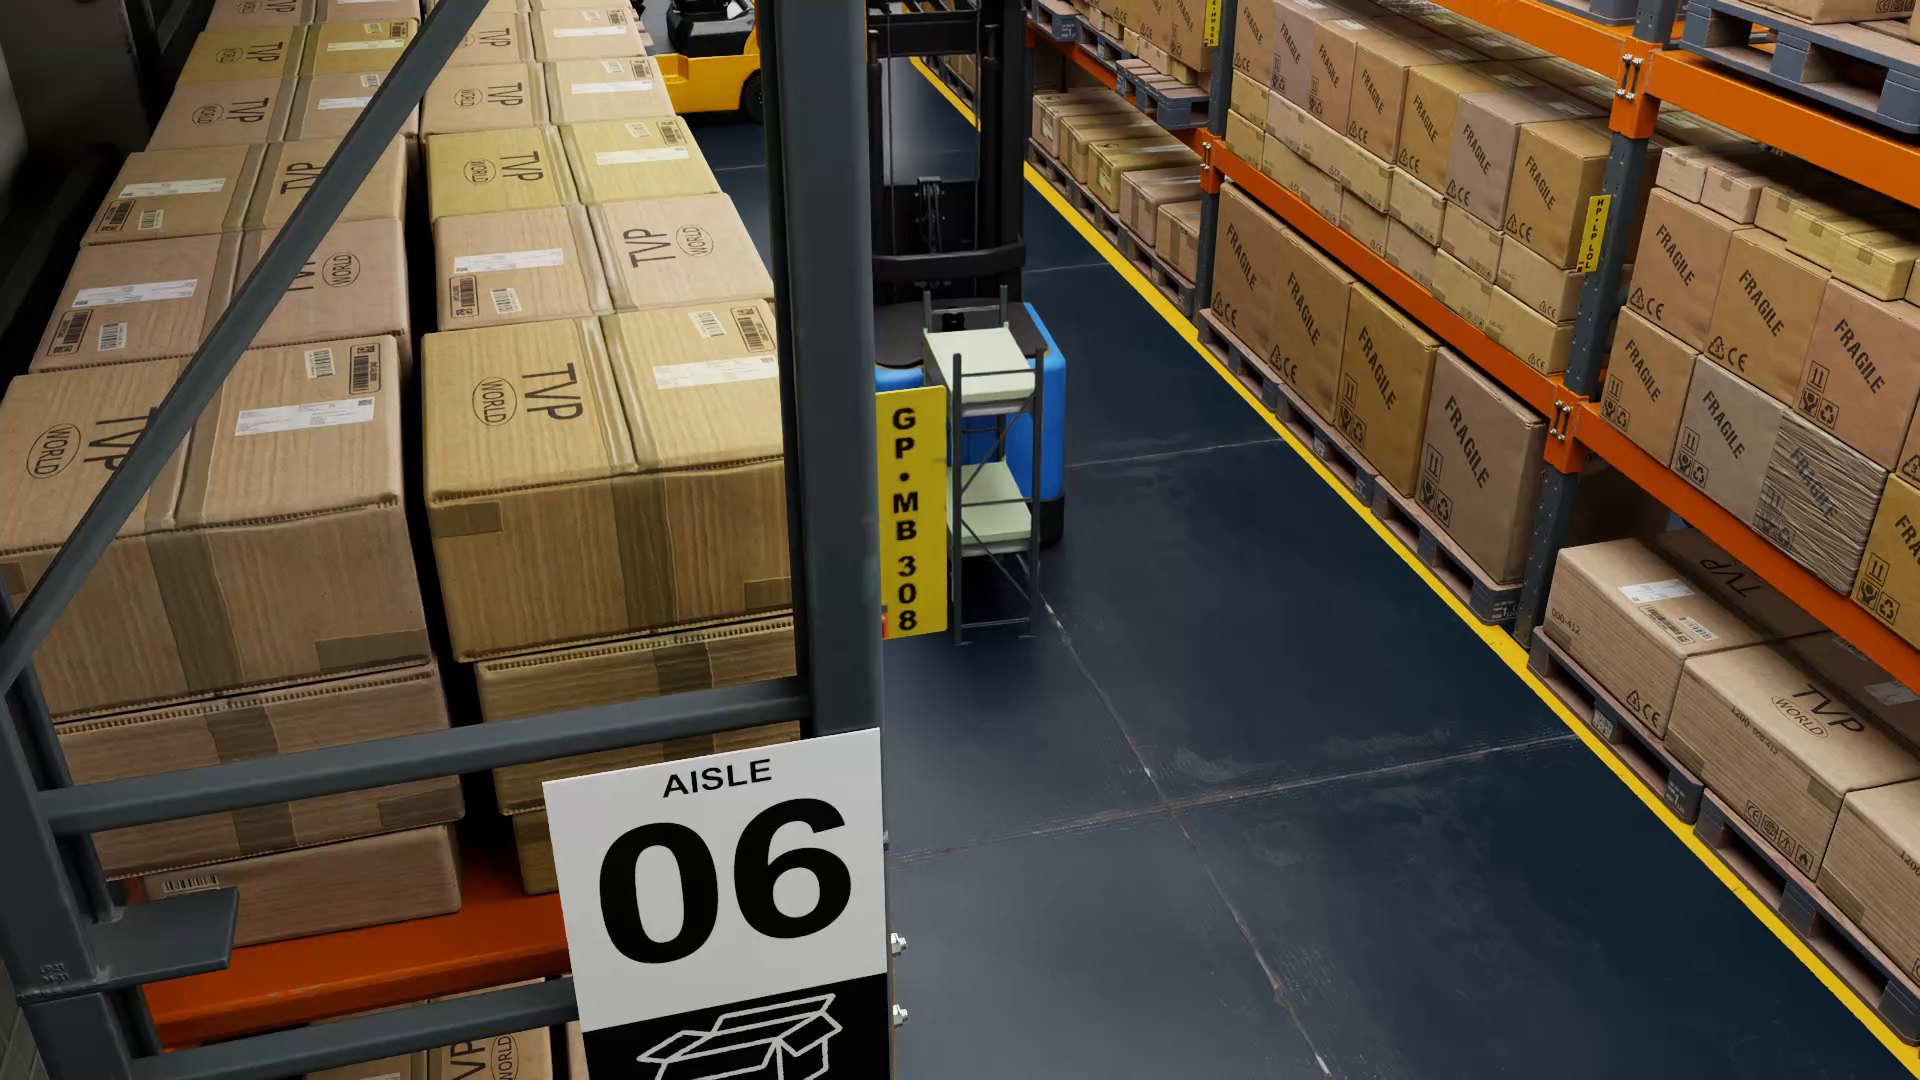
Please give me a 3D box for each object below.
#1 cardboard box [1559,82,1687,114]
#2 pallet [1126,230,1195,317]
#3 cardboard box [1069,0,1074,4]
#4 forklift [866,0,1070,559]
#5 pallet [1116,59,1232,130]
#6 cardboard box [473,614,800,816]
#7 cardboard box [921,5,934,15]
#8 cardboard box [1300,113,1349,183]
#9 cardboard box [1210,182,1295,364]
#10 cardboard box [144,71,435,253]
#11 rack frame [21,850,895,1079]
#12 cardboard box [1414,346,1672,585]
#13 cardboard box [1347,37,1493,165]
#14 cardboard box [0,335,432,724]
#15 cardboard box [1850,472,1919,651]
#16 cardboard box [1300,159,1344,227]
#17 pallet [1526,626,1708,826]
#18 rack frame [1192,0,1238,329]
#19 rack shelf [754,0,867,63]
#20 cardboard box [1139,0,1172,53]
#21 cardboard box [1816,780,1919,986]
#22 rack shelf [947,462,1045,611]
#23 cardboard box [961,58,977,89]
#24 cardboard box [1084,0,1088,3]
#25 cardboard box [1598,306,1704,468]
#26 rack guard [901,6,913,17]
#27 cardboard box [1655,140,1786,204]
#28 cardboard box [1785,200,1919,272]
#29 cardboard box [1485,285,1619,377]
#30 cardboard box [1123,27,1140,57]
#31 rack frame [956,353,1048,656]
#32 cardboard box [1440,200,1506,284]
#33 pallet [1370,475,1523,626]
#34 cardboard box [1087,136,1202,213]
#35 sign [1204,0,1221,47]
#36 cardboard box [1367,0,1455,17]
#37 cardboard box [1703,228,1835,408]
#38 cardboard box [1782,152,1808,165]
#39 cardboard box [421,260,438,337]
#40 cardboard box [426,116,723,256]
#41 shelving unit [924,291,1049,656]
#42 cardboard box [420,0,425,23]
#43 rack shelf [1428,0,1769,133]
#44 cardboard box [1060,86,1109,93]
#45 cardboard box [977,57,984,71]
[{"bbox_3d":[3.134,-1.839,7.835,0.500,0.500,0.500,-8,31,-14],"label":"cardboard box"},{"bbox_3d":[1.868,-1.973,11.948,1.003,0.211,1.213,-8,31,-13],"label":"pallet"},{"bbox_3d":[1.061,-4.250,12.930,0.380,0.149,0.250,-6,31,-10],"label":"cardboard box"},{"bbox_3d":[8.828,-2.112,9.268,19.036,3.140,5.918,-6,31,-10],"label":"forklift"},{"bbox_3d":[1.782,-3.049,11.215,1.213,0.211,1.003,-8,31,-13],"label":"pallet"},{"bbox_3d":[-0.442,0.111,2.423,0.500,0.250,0.500,-8,31,-14],"label":"cardboard box"},{"bbox_3d":[-0.095,-5.545,16.912,0.500,0.500,0.500,-9,31,-15],"label":"cardboard box"},{"bbox_3d":[2.227,-2.184,9.180,0.500,0.250,0.500,-8,31,-13],"label":"cardboard box"},{"bbox_3d":[2.177,-1.720,10.429,0.875,0.875,0.875,-8,31,-14],"label":"cardboard box"},{"bbox_3d":[-1.366,-0.777,3.457,0.500,0.250,0.500,-8,31,-13],"label":"cardboard box"},{"bbox_3d":[-0.587,1.723,2.778,1.000,3.000,0.127,-8,31,-13],"label":"rack frame"},{"bbox_3d":[2.894,-0.421,8.186,0.875,0.875,0.875,-7,31,-12],"label":"cardboard box"},{"bbox_3d":[2.363,-2.273,8.585,0.500,0.500,0.500,-7,31,-12],"label":"cardboard box"},{"bbox_3d":[-0.975,-0.033,2.172,0.500,0.250,0.500,-9,31,-15],"label":"cardboard box"},{"bbox_3d":[3.400,0.081,5.516,0.500,0.500,0.500,-7,31,-12],"label":"cardboard box"},{"bbox_3d":[2.248,-1.968,9.305,0.500,0.250,0.500,-7,31,-12],"label":"cardboard box"},{"bbox_3d":[3.262,0.714,7.306,1.003,0.211,1.213,-8,31,-13],"label":"pallet"},{"bbox_3d":[2.074,-2.802,10.597,1.000,3.000,0.127,-8,31,-13],"label":"rack frame"},{"bbox_3d":[-1.118,-1.526,3.125,1.077,0.370,4.000,-8,31,-13],"label":"rack shelf"},{"bbox_3d":[1.537,-3.587,11.137,0.500,0.500,0.500,-8,31,-14],"label":"cardboard box"},{"bbox_3d":[3.675,1.242,5.748,0.875,0.438,0.875,-7,31,-12],"label":"cardboard box"},{"bbox_3d":[0.110,-0.028,7.951,0.431,0.370,0.720,-6,31,-10],"label":"rack shelf"},{"bbox_3d":[0.315,-4.478,15.818,0.500,0.250,0.500,-7,31,-13],"label":"cardboard box"},{"bbox_3d":[1.112,-4.341,12.440,0.500,0.500,0.500,-8,31,-14],"label":"cardboard box"},{"bbox_3d":[3.008,-0.652,6.783,0.500,0.500,0.500,-7,31,-12],"label":"cardboard box"},{"bbox_3d":[-0.029,-5.548,17.835,1.175,0.500,0.348,-8,31,-13],"label":"rack guard"},{"bbox_3d":[2.969,-1.440,6.498,0.380,0.149,0.250,-8,31,-14],"label":"cardboard box"},{"bbox_3d":[3.168,-1.072,5.863,0.380,0.149,0.250,-8,31,-14],"label":"cardboard box"},{"bbox_3d":[2.773,-0.989,7.613,0.500,0.250,0.500,-9,31,-14],"label":"cardboard box"},{"bbox_3d":[1.363,-3.492,11.620,0.380,0.149,0.250,-7,31,-12],"label":"cardboard box"},{"bbox_3d":[0.181,-0.130,7.477,0.400,1.500,0.023,-6,31,-10],"label":"rack frame"},{"bbox_3d":[2.644,-1.443,7.899,0.500,0.250,0.500,-7,31,-12],"label":"cardboard box"},{"bbox_3d":[2.858,-0.026,8.585,1.003,0.211,1.213,-8,31,-13],"label":"pallet"},{"bbox_3d":[1.534,-2.843,12.872,0.950,0.372,0.625,-7,31,-12],"label":"cardboard box"},{"bbox_3d":[1.553,-3.192,10.194,0.100,0.325,0.005,-8,31,-13],"label":"sign"},{"bbox_3d":[2.607,-2.817,9.524,0.500,0.500,0.500,-7,31,-12],"label":"cardboard box"},{"bbox_3d":[3.156,-0.839,6.108,0.500,0.500,0.500,-8,31,-14],"label":"cardboard box"},{"bbox_3d":[3.524,-1.521,6.638,0.380,0.149,0.250,-8,31,-14],"label":"cardboard box"},{"bbox_3d":[-1.244,-0.307,3.144,0.500,0.250,0.500,-9,31,-14],"label":"cardboard box"},{"bbox_3d":[-0.726,-0.592,3.137,0.500,0.250,0.500,-8,31,-14],"label":"cardboard box"},{"bbox_3d":[0.110,-0.310,7.788,0.431,1.500,0.755,-6,31,-10],"label":"shelving unit"},{"bbox_3d":[-1.792,-1.510,4.724,0.500,0.250,0.500,-8,31,-14],"label":"cardboard box"},{"bbox_3d":[2.605,-2.823,8.357,1.077,0.370,4.000,-8,31,-13],"label":"rack shelf"},{"bbox_3d":[1.116,-4.047,15.073,0.500,0.250,0.500,-9,31,-16],"label":"cardboard box"},{"bbox_3d":[0.460,-4.546,15.187,0.500,0.500,0.500,-7,31,-12],"label":"cardboard box"}]
